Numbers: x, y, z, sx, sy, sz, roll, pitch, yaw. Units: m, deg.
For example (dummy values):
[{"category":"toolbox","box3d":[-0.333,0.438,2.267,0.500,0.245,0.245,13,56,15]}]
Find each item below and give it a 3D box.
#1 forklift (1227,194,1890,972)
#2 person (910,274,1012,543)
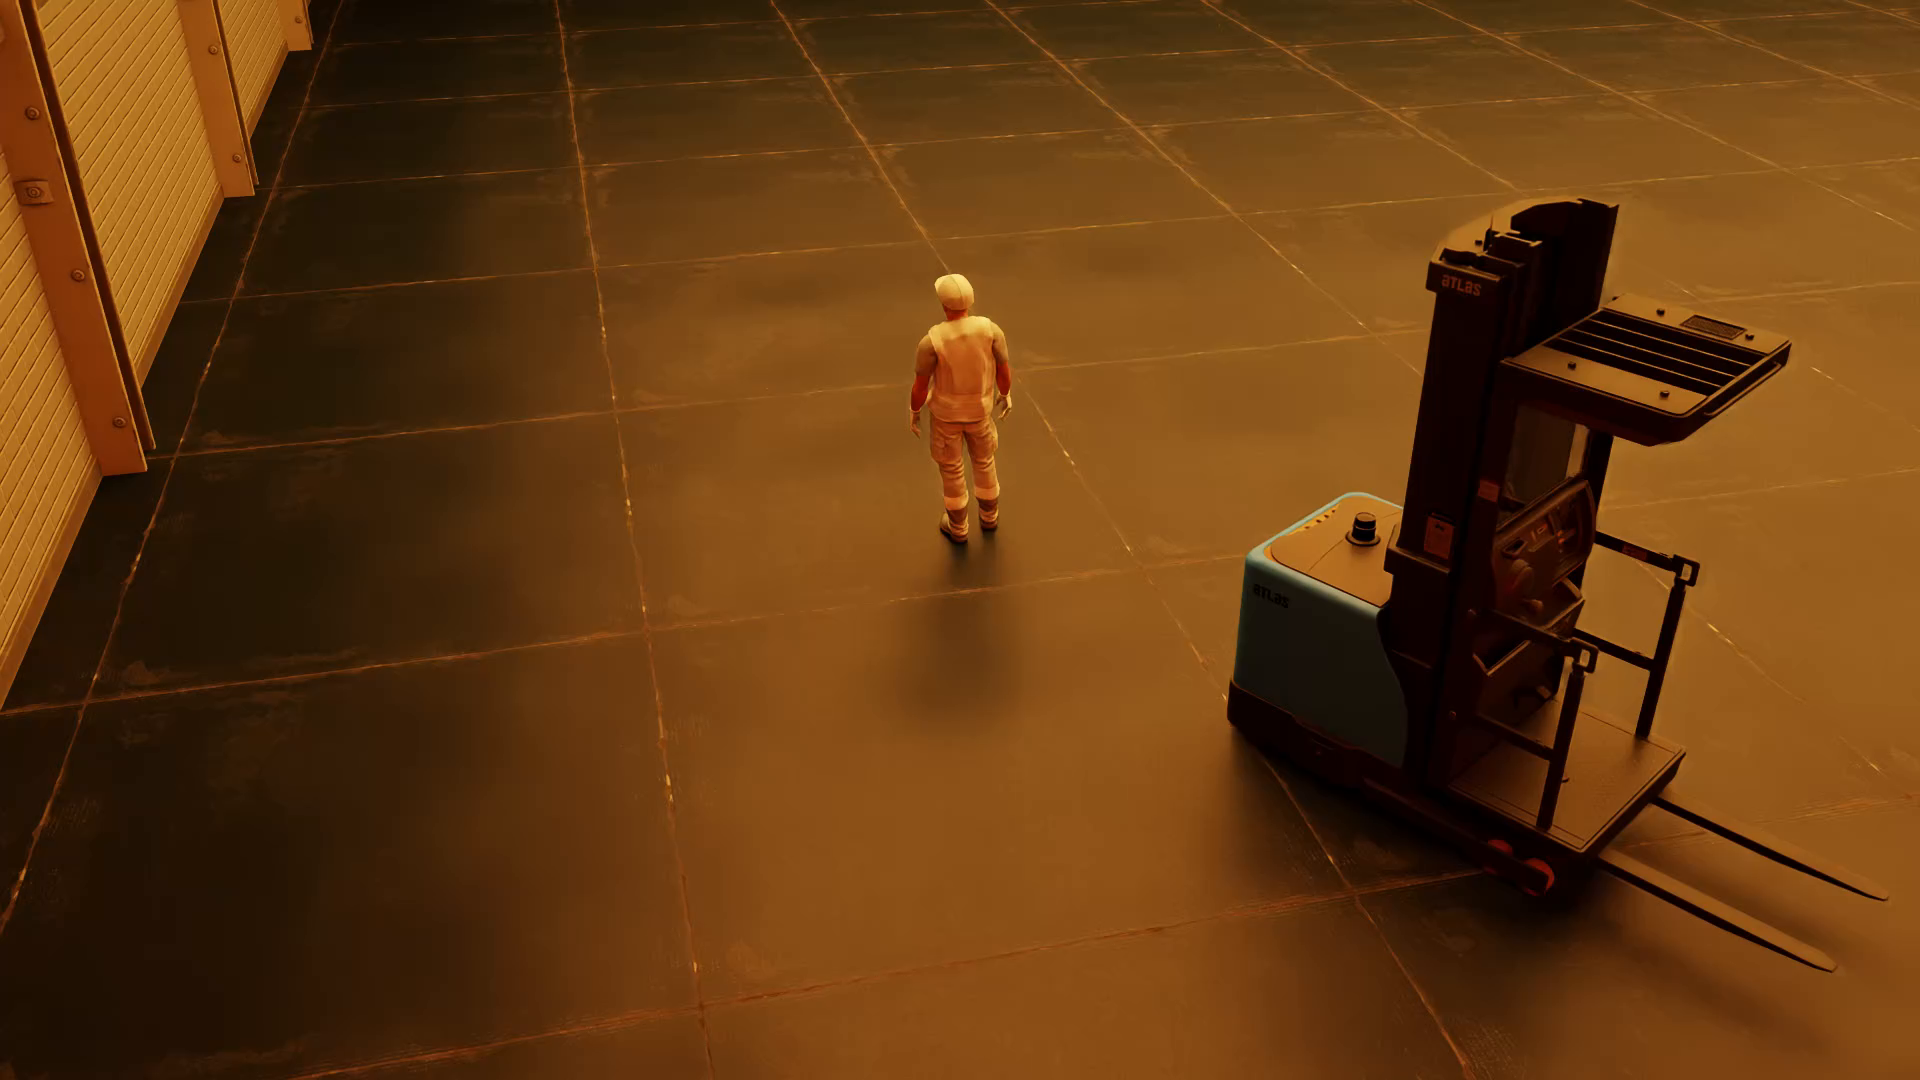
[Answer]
[{"category":"forklift","box3d":[2.804,0.074,7.446,3.031,2.935,1.130,26,39,38]},{"category":"person","box3d":[-0.006,-0.821,10.118,0.637,1.787,0.564,-7,31,-12]}]
